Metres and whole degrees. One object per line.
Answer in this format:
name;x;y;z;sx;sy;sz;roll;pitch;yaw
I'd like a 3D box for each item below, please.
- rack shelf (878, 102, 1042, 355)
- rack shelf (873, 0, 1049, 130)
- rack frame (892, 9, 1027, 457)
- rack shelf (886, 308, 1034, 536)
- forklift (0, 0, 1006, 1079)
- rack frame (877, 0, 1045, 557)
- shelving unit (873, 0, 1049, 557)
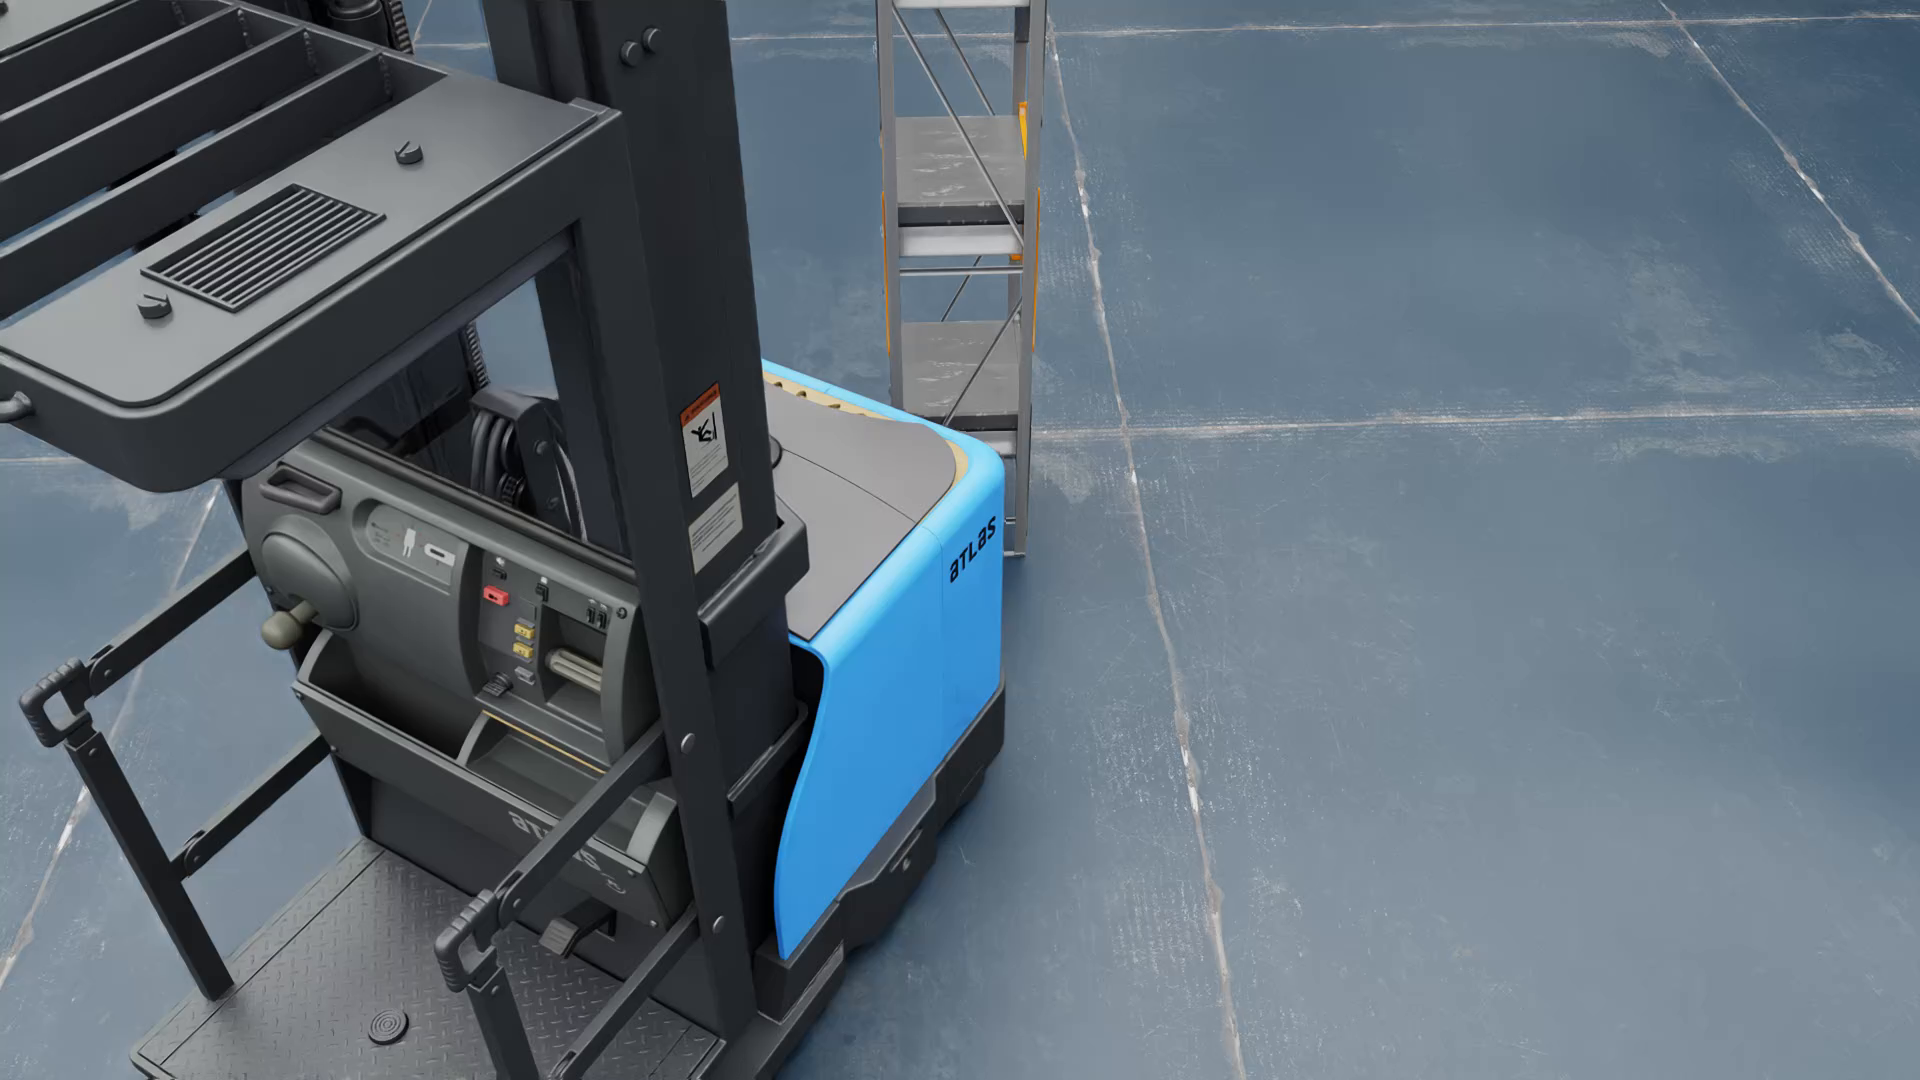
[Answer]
rack shelf;-0.007;-0.876;4.672;0.431;0.518;0.480;-2;43;-2
rack shelf;-0.007;-1.392;4.199;0.431;0.518;0.480;-2;43;-2
rack frame;-0.017;-1.051;4.842;0.400;2.100;0.015;-2;43;-2
rack shelf;-0.007;-0.360;5.145;0.431;0.518;0.480;-2;43;-2
forklift;-1.065;0.186;2.878;1.130;2.935;3.031;22;47;22
rack frame;0.003;-0.721;4.483;0.400;2.100;0.015;-2;43;-2
shelving unit;-0.007;-0.886;4.662;0.431;2.100;0.503;-2;43;-2
